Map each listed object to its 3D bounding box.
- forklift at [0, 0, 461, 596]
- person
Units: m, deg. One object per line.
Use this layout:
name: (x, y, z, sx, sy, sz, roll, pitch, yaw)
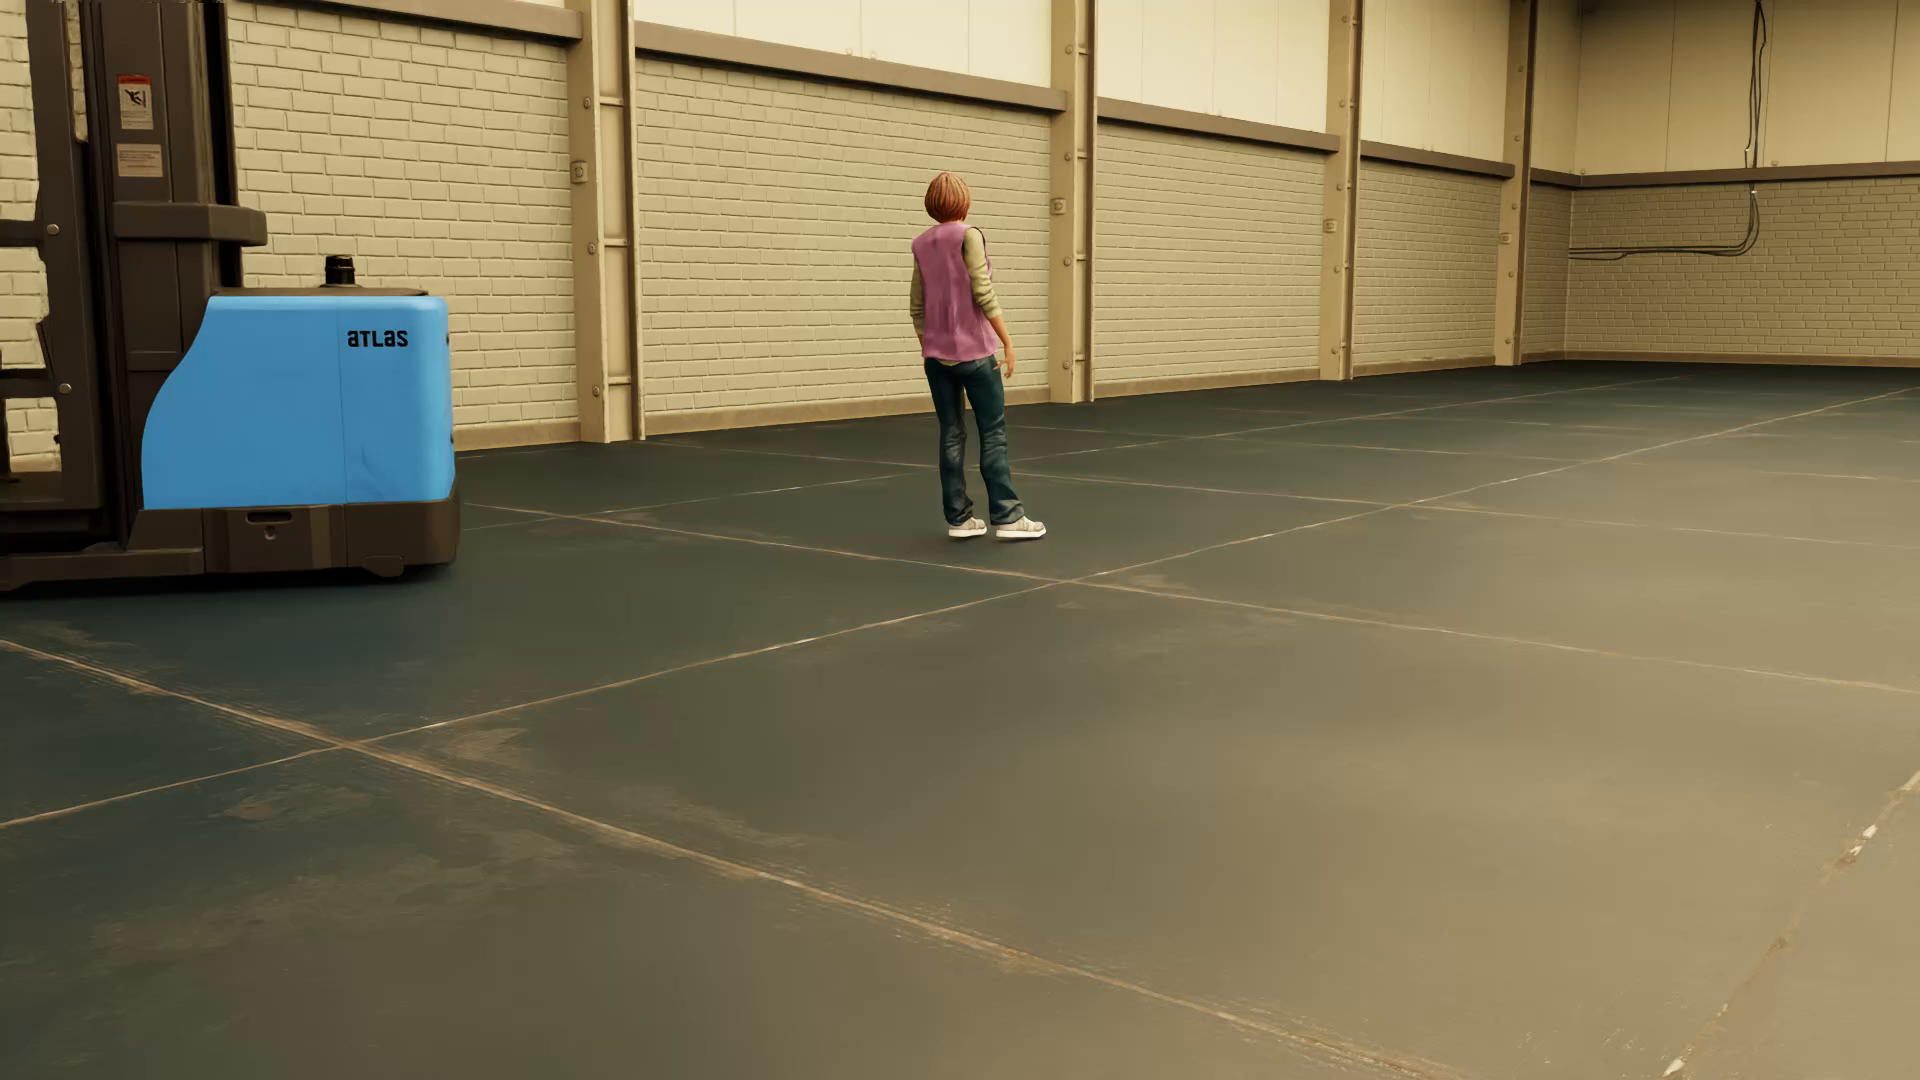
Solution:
forklift: (-3.517, -1.306, 6.209, 3.031, 2.935, 1.130, -2, 9, -15)
person: (0.057, -0.805, 7.336, 0.520, 1.597, 0.476, 7, 11, 38)
